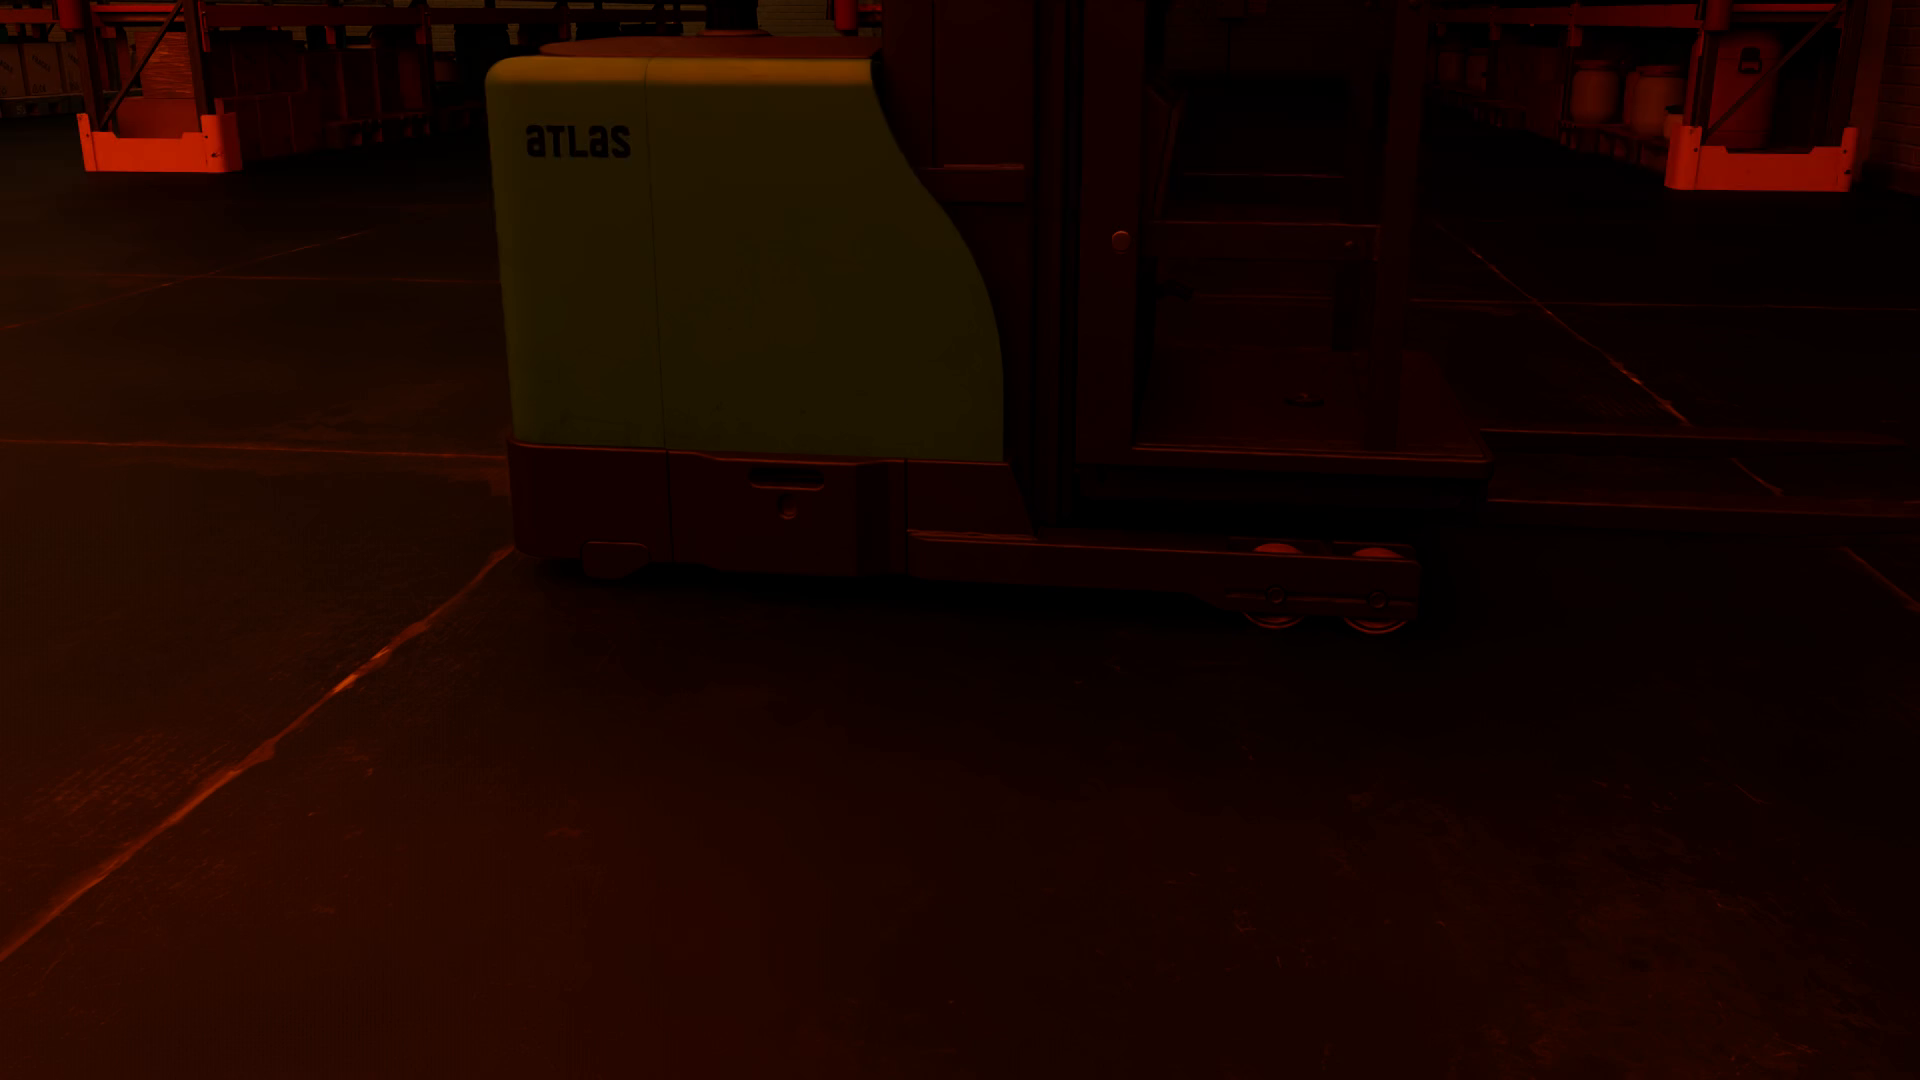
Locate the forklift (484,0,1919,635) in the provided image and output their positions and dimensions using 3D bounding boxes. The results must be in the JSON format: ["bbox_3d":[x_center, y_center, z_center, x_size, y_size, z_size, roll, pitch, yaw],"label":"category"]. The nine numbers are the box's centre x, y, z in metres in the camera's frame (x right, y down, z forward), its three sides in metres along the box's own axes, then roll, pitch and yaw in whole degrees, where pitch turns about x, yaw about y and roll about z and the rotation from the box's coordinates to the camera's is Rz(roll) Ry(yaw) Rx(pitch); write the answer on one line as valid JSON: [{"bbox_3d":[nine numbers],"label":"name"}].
[{"bbox_3d":[0.610,-1.385,3.345,3.031,2.935,1.130,3,18,8],"label":"forklift"}]
